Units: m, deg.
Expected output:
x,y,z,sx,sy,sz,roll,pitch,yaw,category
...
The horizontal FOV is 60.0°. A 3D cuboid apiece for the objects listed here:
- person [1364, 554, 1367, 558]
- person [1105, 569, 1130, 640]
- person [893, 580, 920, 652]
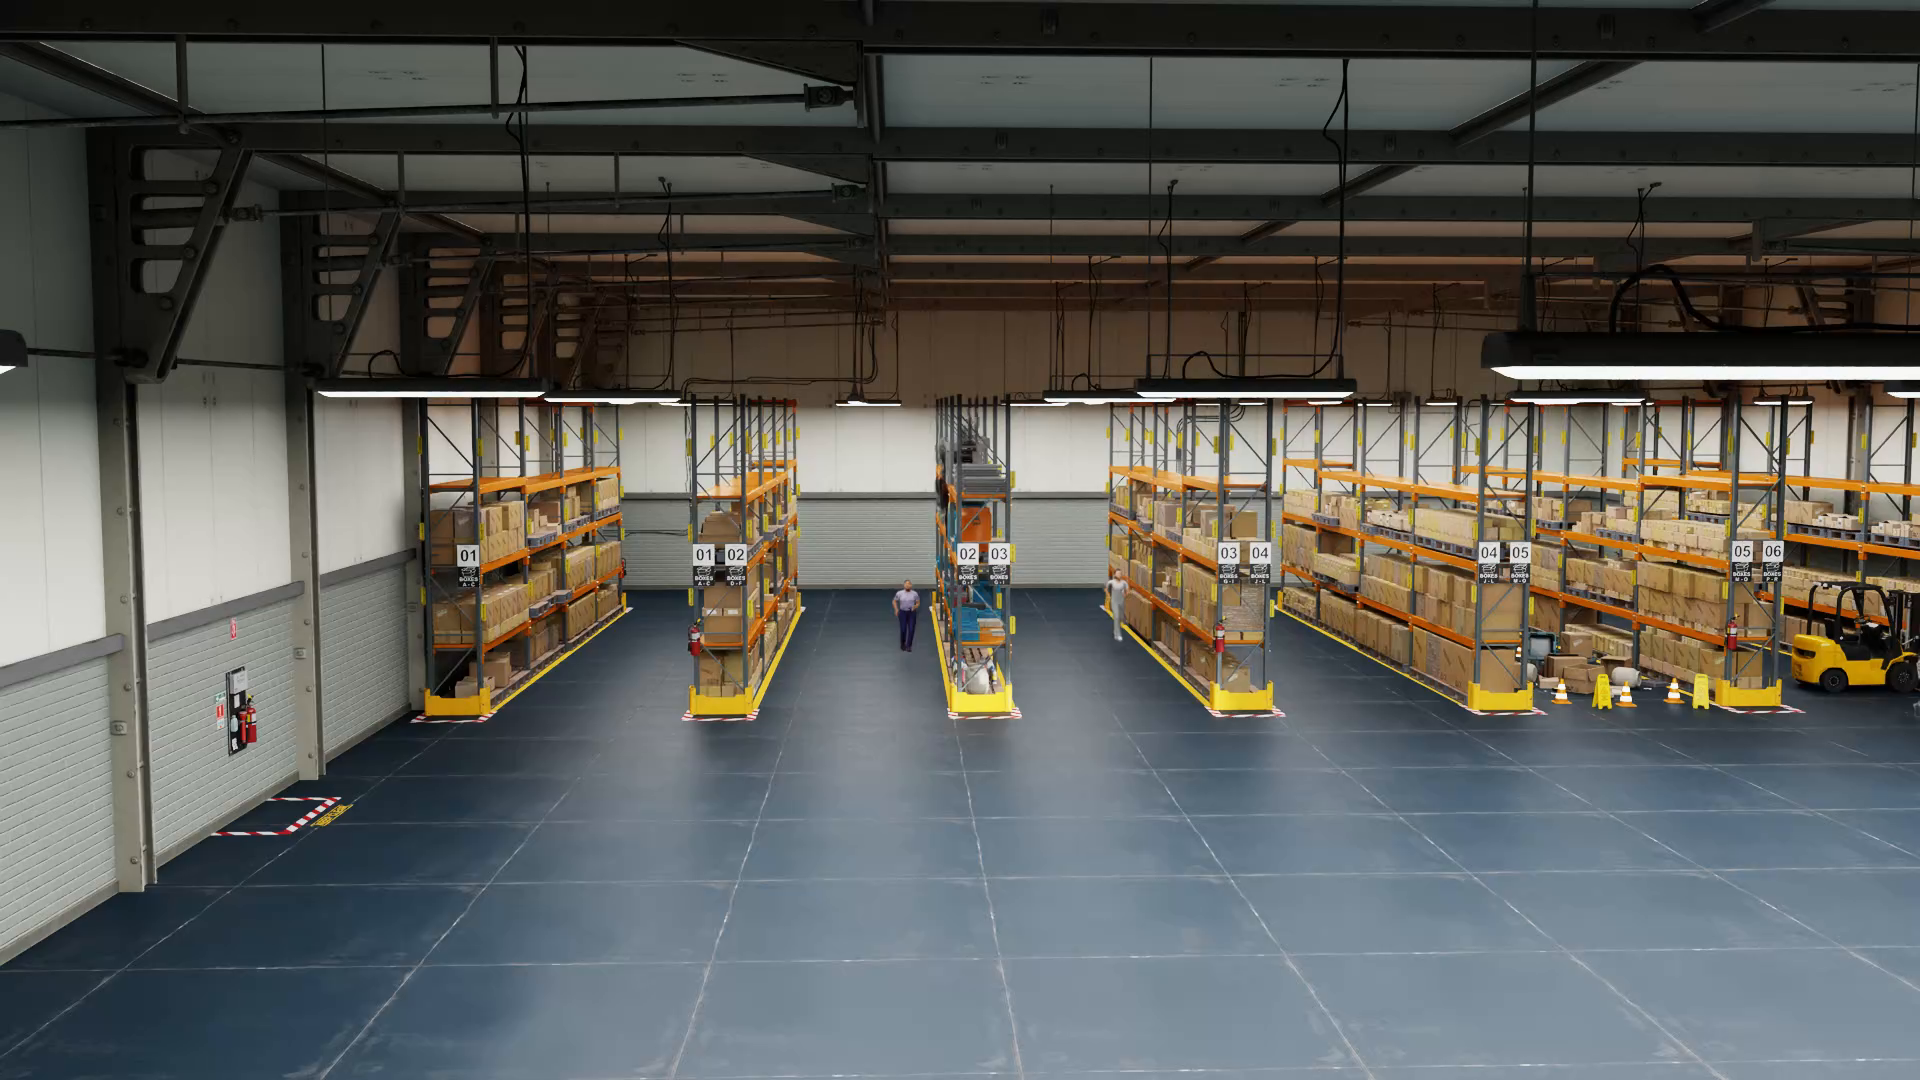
x,y,z,sx,sy,sz,roll,pitch,yaw,category
11.536,1.194,47.498,0.571,1.602,0.849,-1,5,-11,person
3.731,1.518,39.273,0.586,1.690,0.759,-1,5,-10,person
-1.180,1.704,37.198,0.606,1.624,0.531,-1,5,-7,person
